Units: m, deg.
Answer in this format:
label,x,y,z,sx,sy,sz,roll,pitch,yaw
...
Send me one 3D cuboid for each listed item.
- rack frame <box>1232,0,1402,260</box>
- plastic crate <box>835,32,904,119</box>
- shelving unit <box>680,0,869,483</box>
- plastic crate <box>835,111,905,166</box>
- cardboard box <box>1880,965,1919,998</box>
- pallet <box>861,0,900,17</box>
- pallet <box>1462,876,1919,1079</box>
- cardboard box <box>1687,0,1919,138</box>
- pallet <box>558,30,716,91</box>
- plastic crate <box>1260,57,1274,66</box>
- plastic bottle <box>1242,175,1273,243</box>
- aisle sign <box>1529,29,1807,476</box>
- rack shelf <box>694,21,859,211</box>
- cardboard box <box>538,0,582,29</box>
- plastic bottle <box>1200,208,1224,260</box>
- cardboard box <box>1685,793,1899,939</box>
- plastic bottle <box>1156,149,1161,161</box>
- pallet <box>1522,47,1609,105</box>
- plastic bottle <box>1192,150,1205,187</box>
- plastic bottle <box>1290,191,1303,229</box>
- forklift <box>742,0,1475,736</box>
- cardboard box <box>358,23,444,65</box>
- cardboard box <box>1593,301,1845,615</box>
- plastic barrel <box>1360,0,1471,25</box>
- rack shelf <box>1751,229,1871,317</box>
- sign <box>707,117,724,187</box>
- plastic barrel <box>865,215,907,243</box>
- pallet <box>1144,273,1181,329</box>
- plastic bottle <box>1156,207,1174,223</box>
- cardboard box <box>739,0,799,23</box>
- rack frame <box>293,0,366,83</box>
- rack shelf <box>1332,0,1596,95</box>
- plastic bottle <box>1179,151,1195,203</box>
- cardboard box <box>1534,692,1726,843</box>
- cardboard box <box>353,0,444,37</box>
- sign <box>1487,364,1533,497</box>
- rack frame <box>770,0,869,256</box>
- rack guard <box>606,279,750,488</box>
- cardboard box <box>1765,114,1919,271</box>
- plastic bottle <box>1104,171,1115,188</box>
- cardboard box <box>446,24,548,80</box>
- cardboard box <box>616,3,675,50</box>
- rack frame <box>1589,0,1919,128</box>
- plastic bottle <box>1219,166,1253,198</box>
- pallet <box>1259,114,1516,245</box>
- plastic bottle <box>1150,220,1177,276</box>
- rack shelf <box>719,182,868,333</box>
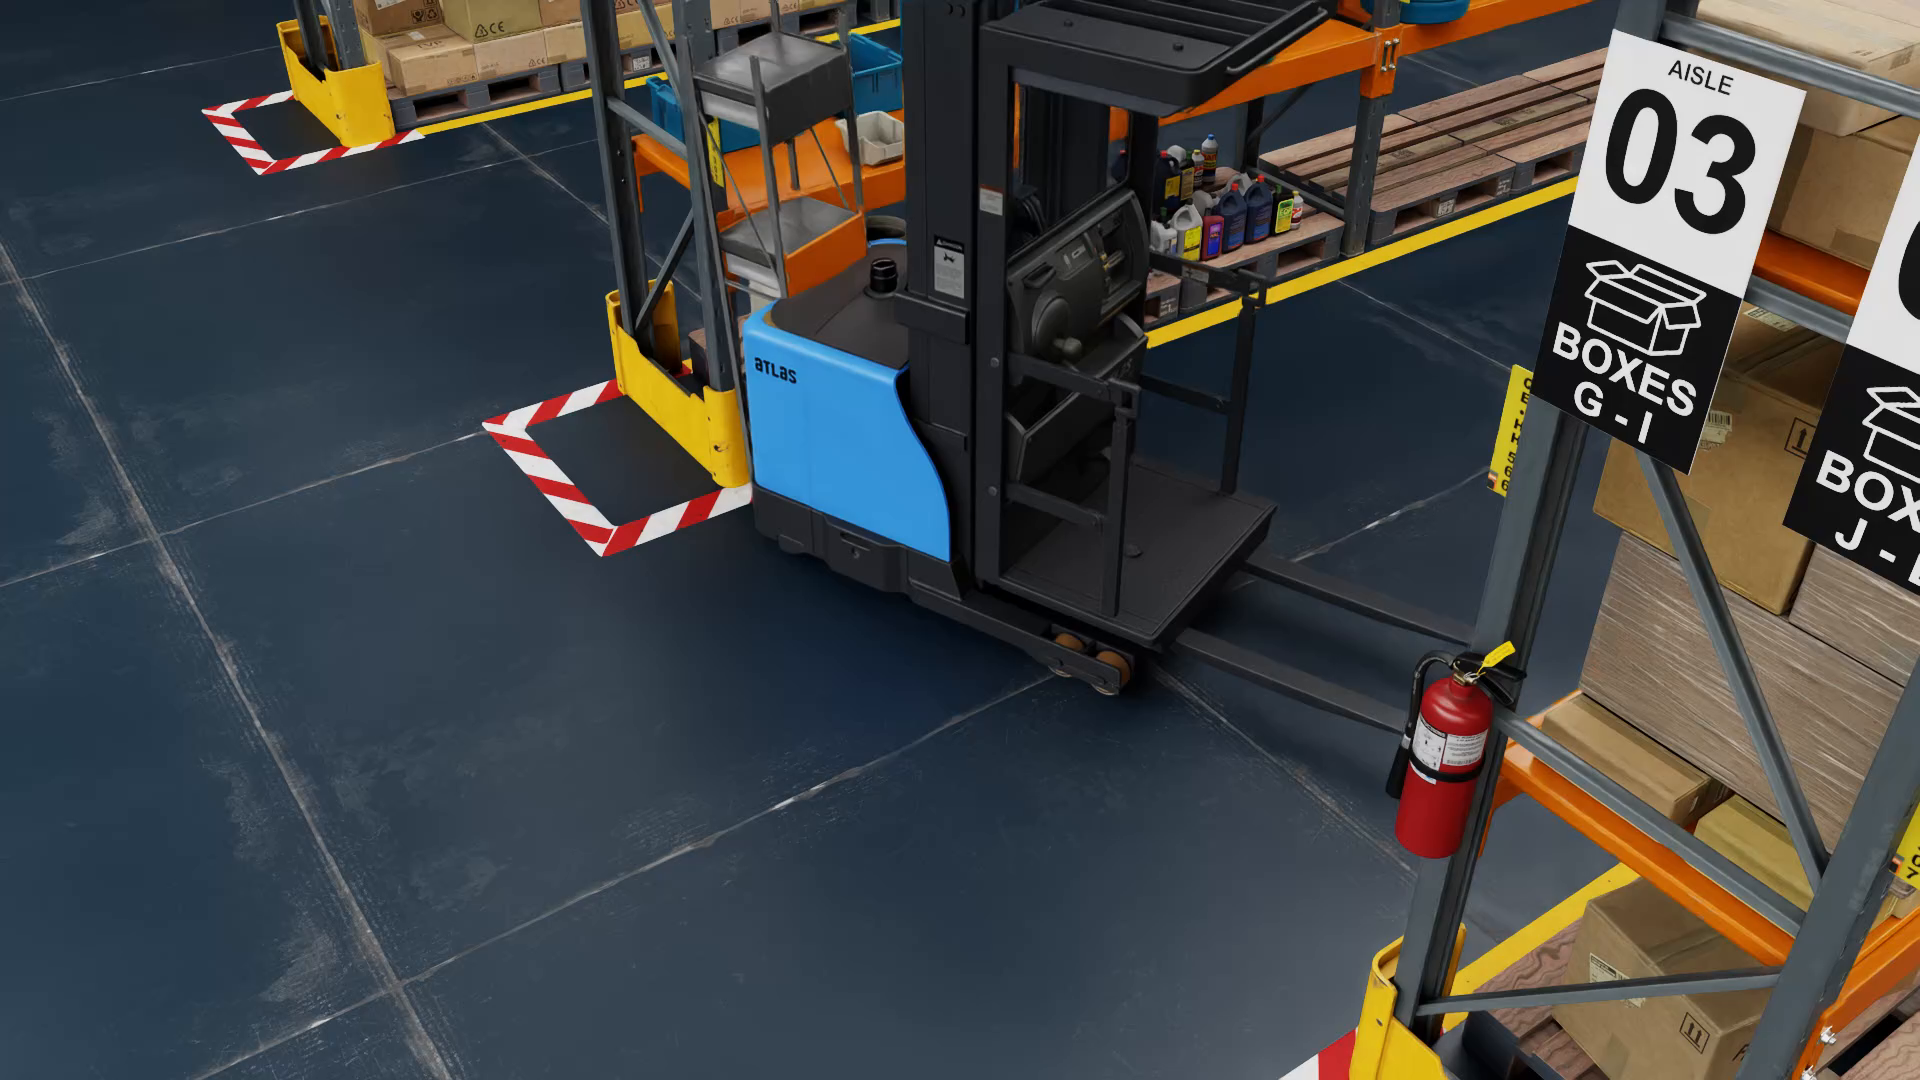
label,x,y,z,sx,sy,sz,roll,pitch,yaw
rack frame,1.975,-3.073,8.954,0.127,3.000,1.000,-22,41,-28
plastic crate,-0.523,-2.194,7.859,0.408,0.251,0.499,-22,41,-28
shelving unit,-0.698,-1.141,6.999,0.431,2.100,0.503,24,46,31
plastic crate,-0.377,-1.768,7.365,0.250,0.136,0.298,-22,41,-28
cardboard box,2.548,1.061,4.987,0.500,0.500,0.500,-12,37,-16
pallet,-0.295,-4.573,13.428,1.213,0.211,1.003,-22,41,-28
pallet,2.305,1.486,5.003,1.213,0.211,1.003,-22,41,-28
cardboard box,1.606,-0.925,3.185,0.250,0.149,0.380,-22,41,-28
pallet,-2.547,-3.646,12.139,1.213,0.211,1.003,-22,41,-28
plastic crate,1.227,-2.511,8.300,0.616,0.251,0.499,-22,41,-28
plastic bottle,1.615,-1.822,9.107,0.185,0.351,0.144,-24,42,-29
aisle sign,1.335,-0.542,3.208,0.004,0.787,0.394,-22,41,-28
rack shelf,-0.731,-1.681,6.575,0.431,0.518,0.480,24,46,31
cardboard box,-2.769,-3.869,11.414,0.500,0.500,0.500,-22,41,-28
plastic bottle,1.349,-1.656,8.933,0.133,0.283,0.061,-20,40,-25
cardboard box,1.929,0.756,3.845,0.250,0.149,0.380,-22,41,-28
plastic bottle,1.076,-2.103,9.497,0.185,0.351,0.144,-21,41,-27
pallet,4.589,-3.045,11.303,1.213,0.211,1.003,-22,41,-28
plastic bottle,1.379,-2.184,9.737,0.097,0.201,0.097,0,36,0
plastic bottle,1.858,-1.845,9.266,0.097,0.201,0.097,0,36,0
forklift,0.618,-0.947,6.057,3.031,2.935,1.130,21,41,27
cardboard box,-3.877,-3.469,11.499,0.500,0.250,0.500,-22,41,-28
cardboard box,1.866,-0.234,3.810,0.500,0.500,0.500,-22,41,-28
plastic barrel,2.466,-3.262,8.787,0.708,0.901,0.600,-22,41,-28
rack shelf,3.194,-0.962,4.066,4.000,0.370,1.077,-22,41,-28
sign,-0.981,-1.576,6.636,0.005,0.325,0.100,-22,41,-28
plastic barrel,-0.391,-1.315,8.280,0.421,0.512,0.421,0,36,0
pallet,0.404,-1.322,8.908,1.213,0.211,1.003,-22,41,-28
plastic bottle,1.114,-1.662,8.942,0.133,0.283,0.061,-22,41,-28
cardboard box,-1.543,-4.069,12.334,0.500,0.250,0.500,-22,41,-28
rack frame,-4.145,-4.093,10.372,0.127,3.000,1.000,-22,41,-28
rack shelf,3.610,-3.454,10.100,4.000,0.370,1.077,-22,41,-28
plastic bottle,1.276,-2.079,9.521,0.133,0.283,0.061,-22,41,-28
cardboard box,1.673,0.544,4.140,0.250,0.149,0.380,-22,41,-28
cardboard box,-3.878,-3.774,11.282,0.500,0.500,0.500,-22,41,-28
sign,1.256,-0.234,3.744,0.005,0.325,0.100,-22,41,-28
rack frame,-0.546,-1.265,7.144,0.400,2.100,0.015,24,46,31
rack guard,-1.259,-0.761,7.880,0.348,0.500,1.175,-22,41,-28
cardboard box,1.807,-0.804,3.359,0.500,0.250,0.500,-21,41,-27
plastic bottle,0.823,-1.940,9.338,0.097,0.271,0.097,0,36,0
cardboard box,-3.172,-3.392,11.392,0.500,0.250,0.500,-22,41,-28
cardboard box,-2.351,-3.725,11.856,0.500,0.250,0.500,-22,41,-28
rack frame,1.559,-1.800,2.045,0.127,3.000,1.000,-22,41,-28
plastic bottle,1.532,-1.891,9.202,0.185,0.351,0.144,-22,41,-28
pallet,2.595,-2.224,10.161,1.213,0.211,1.003,-22,41,-28
plastic bottle,1.059,-1.566,8.814,0.135,0.276,0.152,-22,41,-27
rack shelf,-0.697,-1.131,7.007,0.431,0.518,0.480,24,46,31
